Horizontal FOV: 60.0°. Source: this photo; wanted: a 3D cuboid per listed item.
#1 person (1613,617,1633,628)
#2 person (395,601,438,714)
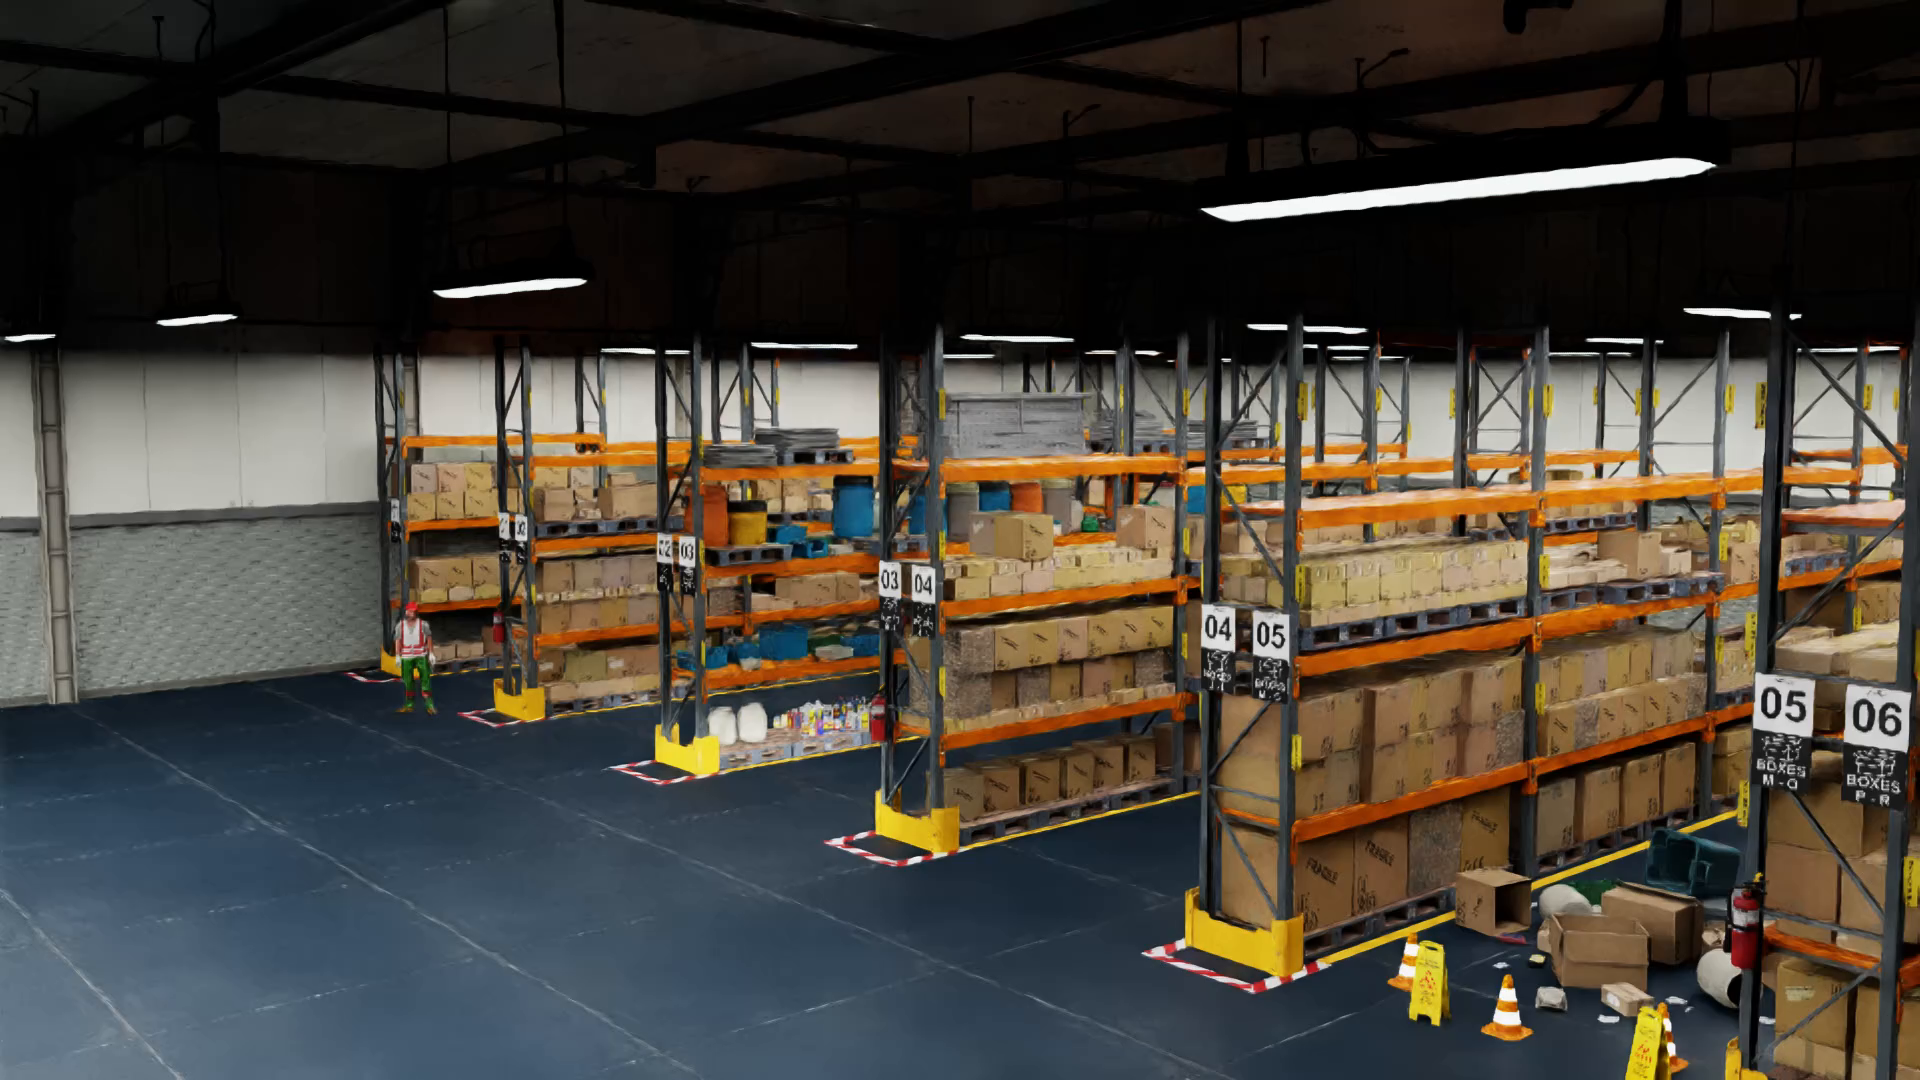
[{"bbox_3d":[10.567,1.845,26.391,0.439,1.775,0.701,4,7,41],"label":"person"},{"bbox_3d":[-8.638,1.859,26.402,0.688,1.782,0.496,-1,5,-9],"label":"person"}]
